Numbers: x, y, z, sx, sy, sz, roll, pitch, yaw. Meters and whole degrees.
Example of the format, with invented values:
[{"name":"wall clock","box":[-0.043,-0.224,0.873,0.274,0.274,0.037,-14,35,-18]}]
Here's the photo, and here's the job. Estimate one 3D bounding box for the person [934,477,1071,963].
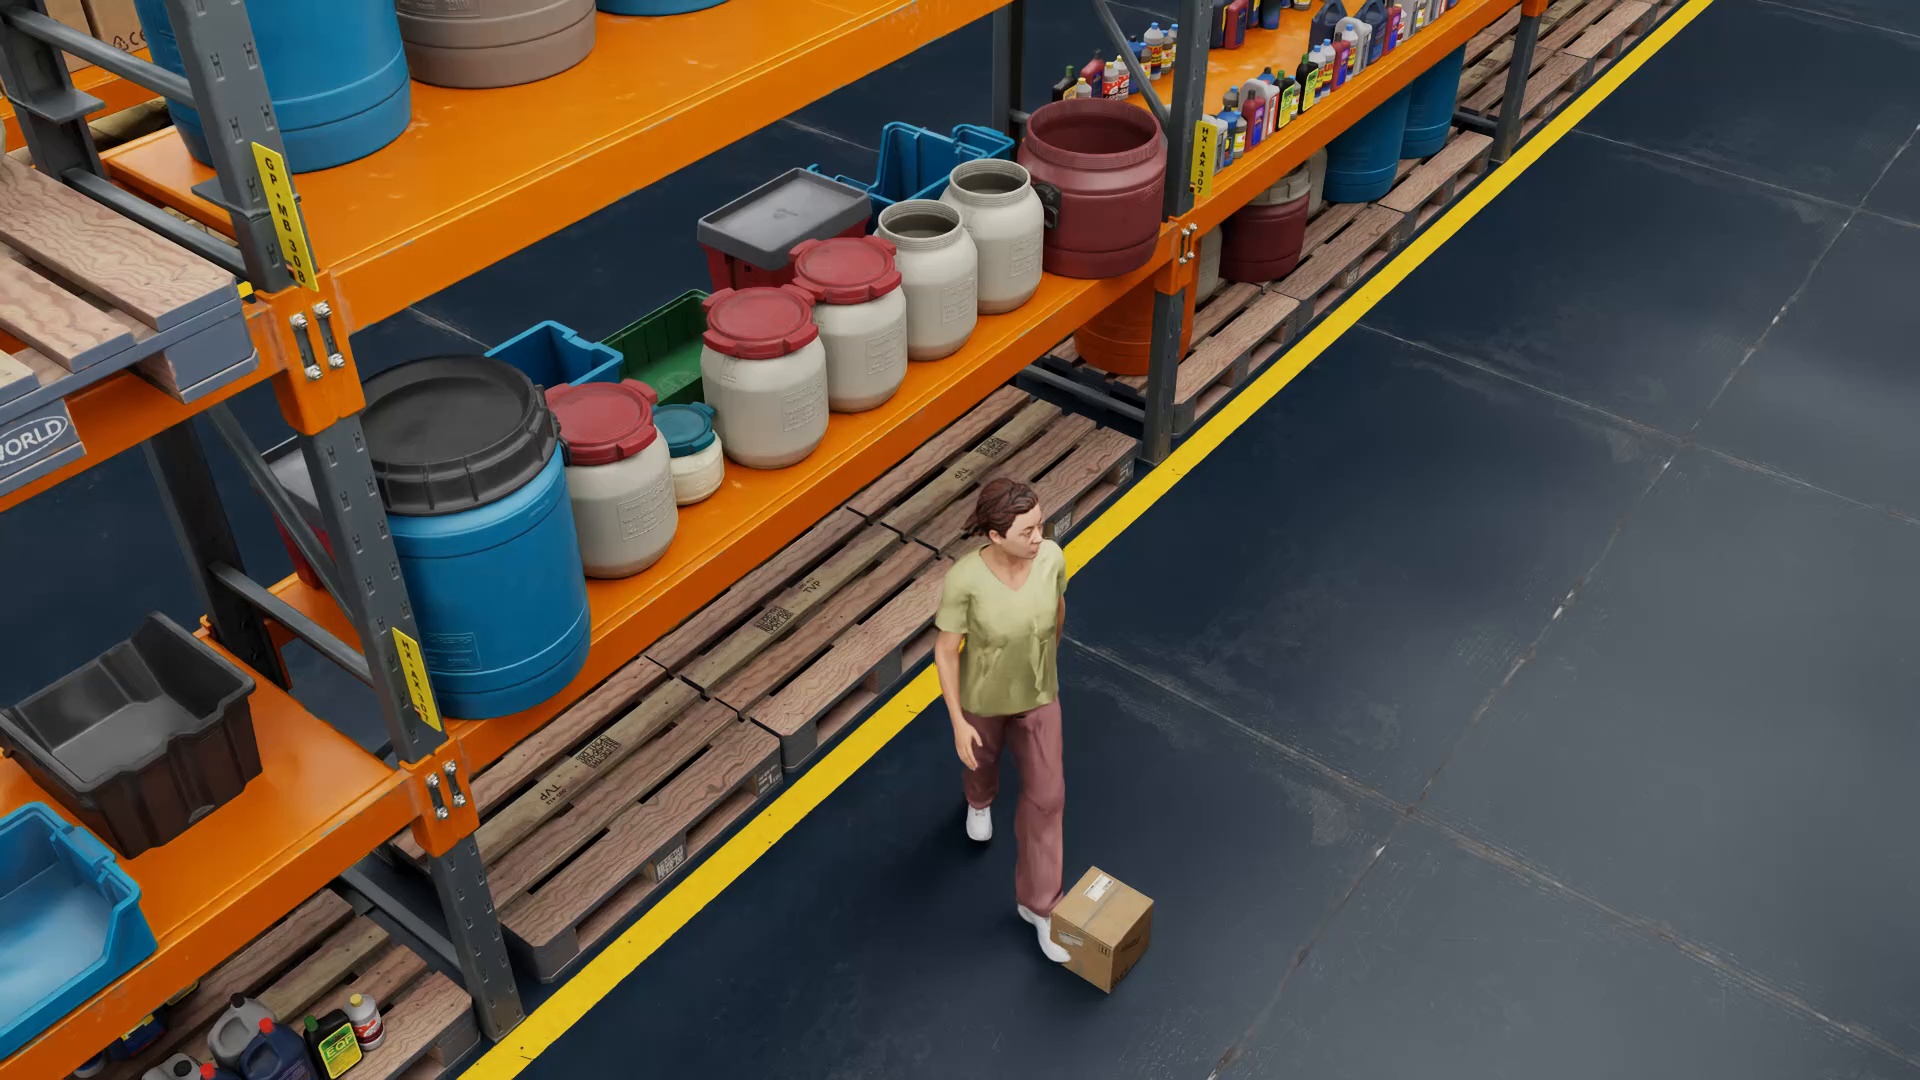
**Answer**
[{"name":"person","box":[0.169,0.563,5.447,0.482,1.628,0.885,-9,40,-10]}]
